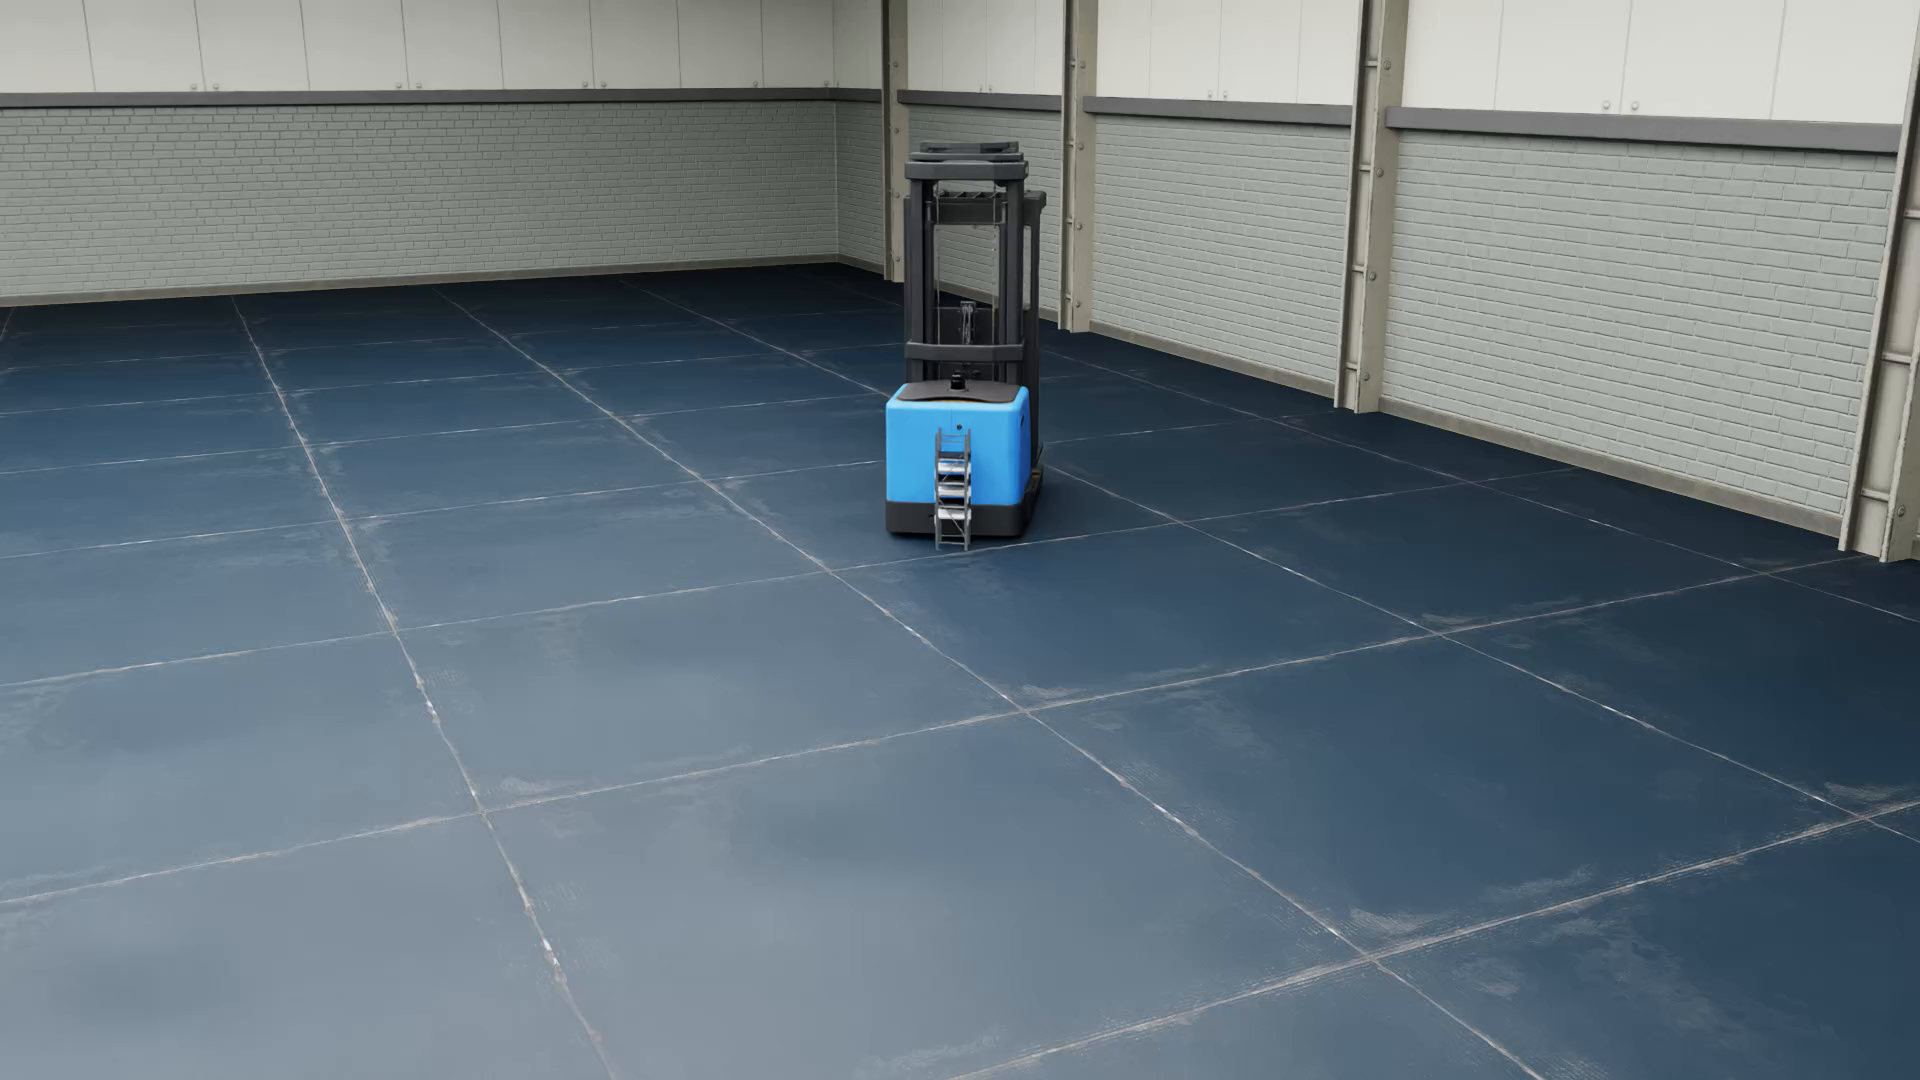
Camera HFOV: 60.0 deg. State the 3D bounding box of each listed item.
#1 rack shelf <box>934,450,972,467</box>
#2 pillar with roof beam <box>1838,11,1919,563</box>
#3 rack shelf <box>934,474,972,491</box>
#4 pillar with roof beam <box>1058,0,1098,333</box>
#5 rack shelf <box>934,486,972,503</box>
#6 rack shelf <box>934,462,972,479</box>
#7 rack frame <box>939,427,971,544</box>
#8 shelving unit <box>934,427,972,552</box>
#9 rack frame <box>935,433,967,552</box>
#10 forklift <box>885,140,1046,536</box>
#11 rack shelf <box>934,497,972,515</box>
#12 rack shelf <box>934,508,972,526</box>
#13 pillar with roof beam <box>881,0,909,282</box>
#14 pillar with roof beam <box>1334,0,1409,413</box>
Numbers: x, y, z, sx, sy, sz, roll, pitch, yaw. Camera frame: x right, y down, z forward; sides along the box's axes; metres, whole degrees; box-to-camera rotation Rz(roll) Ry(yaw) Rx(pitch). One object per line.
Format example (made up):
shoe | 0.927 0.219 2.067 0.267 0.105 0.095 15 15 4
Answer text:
rack shelf | -0.052 -0.603 12.364 0.258 0.077 0.200 2 16 7
pillar with roof beam | 2.957 -3.706 9.351 9.100 9.000 0.400 -8 18 -25
rack shelf | -0.052 -0.430 12.414 0.258 0.077 0.200 2 16 7
pillar with roof beam | -2.300 -6.682 19.720 9.100 9.000 0.400 -8 18 -25
rack shelf | -0.052 -0.344 12.439 0.258 0.077 0.200 2 16 7
rack shelf | -0.052 -0.517 12.389 0.258 0.077 0.200 2 16 7
rack frame | -0.039 -0.404 12.526 0.240 0.900 0.006 2 16 7
shelving unit | -0.052 -0.376 12.430 0.258 0.900 0.210 2 16 7
rack frame | -0.064 -0.348 12.333 0.240 0.900 0.006 2 16 7
forklift | 0.123 -1.797 13.701 1.130 2.935 3.031 2 16 7
rack shelf | -0.052 -0.257 12.464 0.258 0.077 0.200 2 16 7
rack shelf | -0.052 -0.171 12.488 0.258 0.077 0.200 2 16 7
pillar with roof beam | -4.929 -8.169 24.904 9.100 9.000 0.400 -8 18 -25
pillar with roof beam | 0.328 -5.194 14.535 9.100 9.000 0.400 -8 18 -25
